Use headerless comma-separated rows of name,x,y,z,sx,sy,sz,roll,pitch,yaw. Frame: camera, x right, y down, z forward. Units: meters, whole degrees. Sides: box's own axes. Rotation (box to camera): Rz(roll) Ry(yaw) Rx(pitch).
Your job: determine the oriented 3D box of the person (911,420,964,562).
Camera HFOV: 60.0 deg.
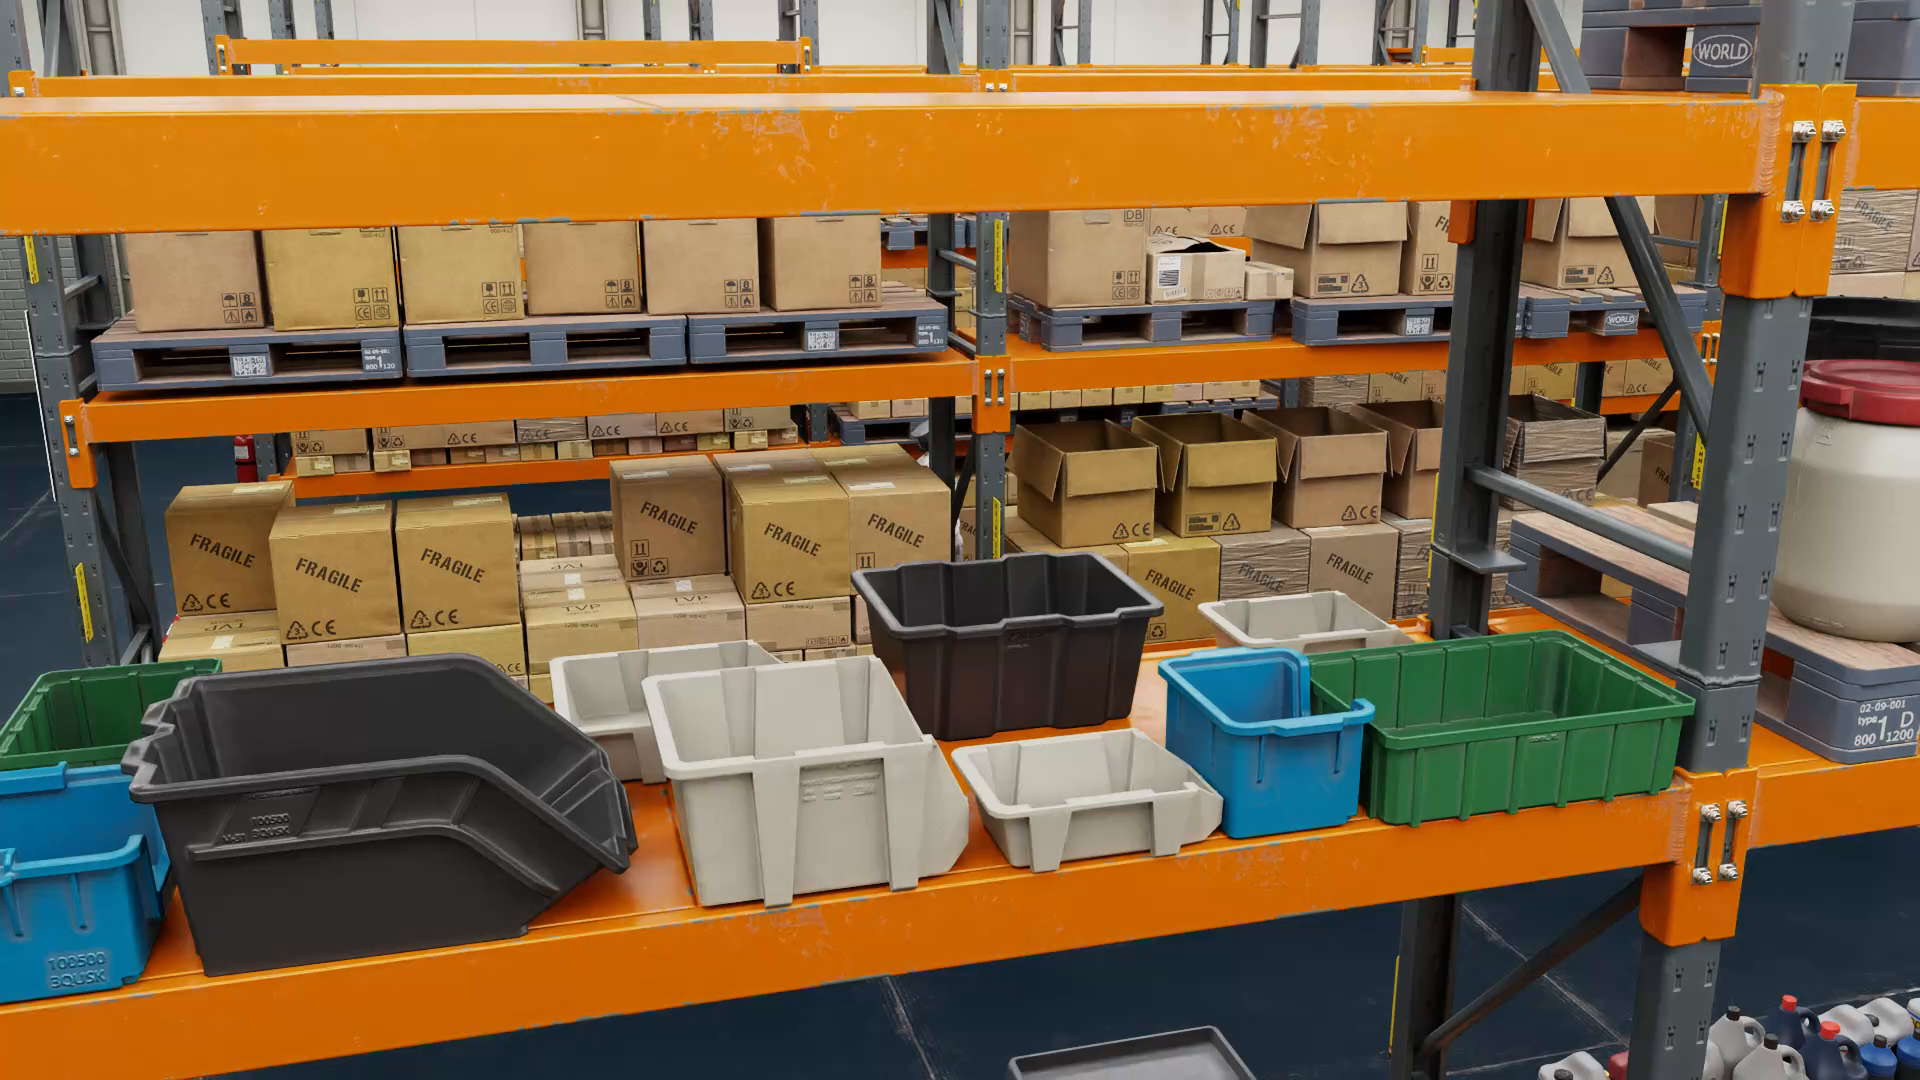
person,-0.077,-0.070,12.184,0.531,1.694,0.586,-5,17,-15
